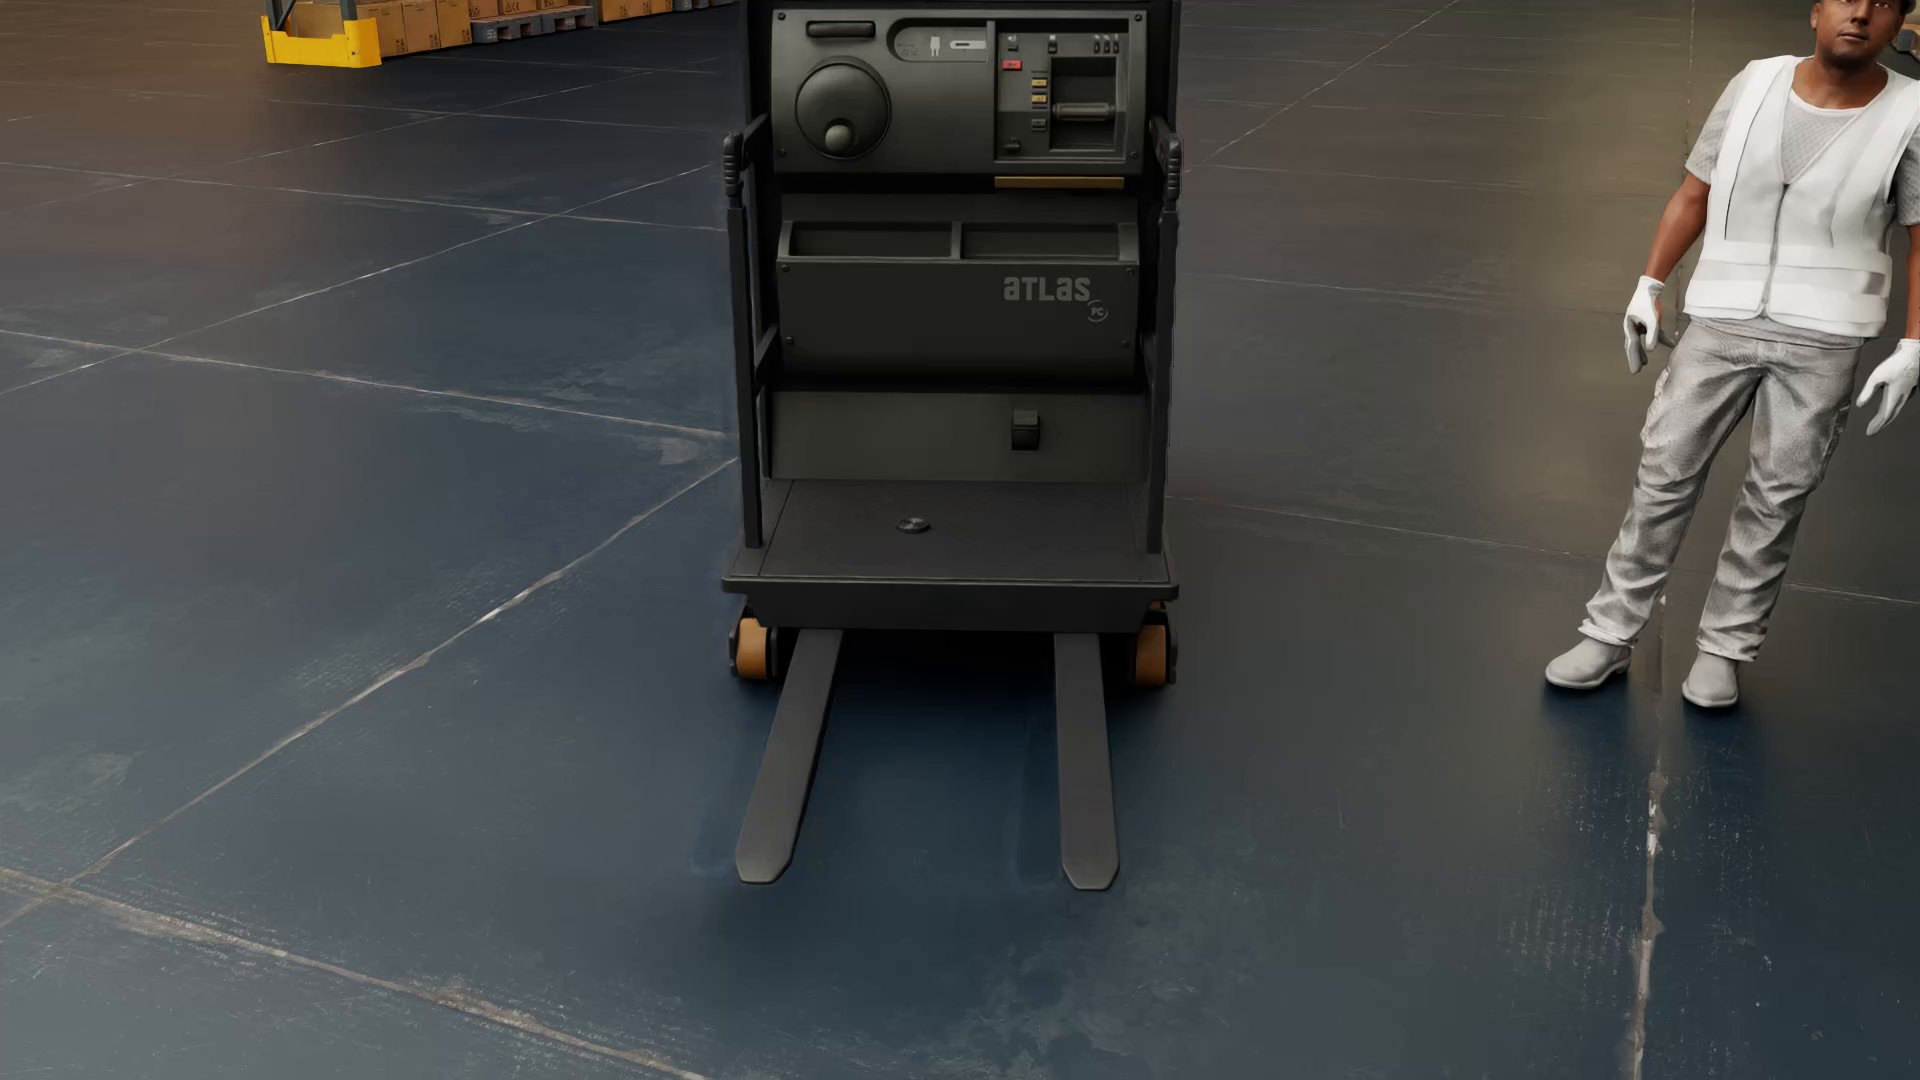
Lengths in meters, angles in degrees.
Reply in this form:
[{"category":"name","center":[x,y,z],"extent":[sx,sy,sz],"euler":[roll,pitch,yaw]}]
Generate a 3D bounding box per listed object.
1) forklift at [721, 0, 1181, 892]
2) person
[{"category":"forklift","center":[-0.009,-1.104,3.933],"extent":[1.130,2.935,3.031],"euler":[1,23,2]},{"category":"person","center":[1.867,-0.459,3.862],"extent":[0.656,1.783,0.574],"euler":[17,28,35]}]
